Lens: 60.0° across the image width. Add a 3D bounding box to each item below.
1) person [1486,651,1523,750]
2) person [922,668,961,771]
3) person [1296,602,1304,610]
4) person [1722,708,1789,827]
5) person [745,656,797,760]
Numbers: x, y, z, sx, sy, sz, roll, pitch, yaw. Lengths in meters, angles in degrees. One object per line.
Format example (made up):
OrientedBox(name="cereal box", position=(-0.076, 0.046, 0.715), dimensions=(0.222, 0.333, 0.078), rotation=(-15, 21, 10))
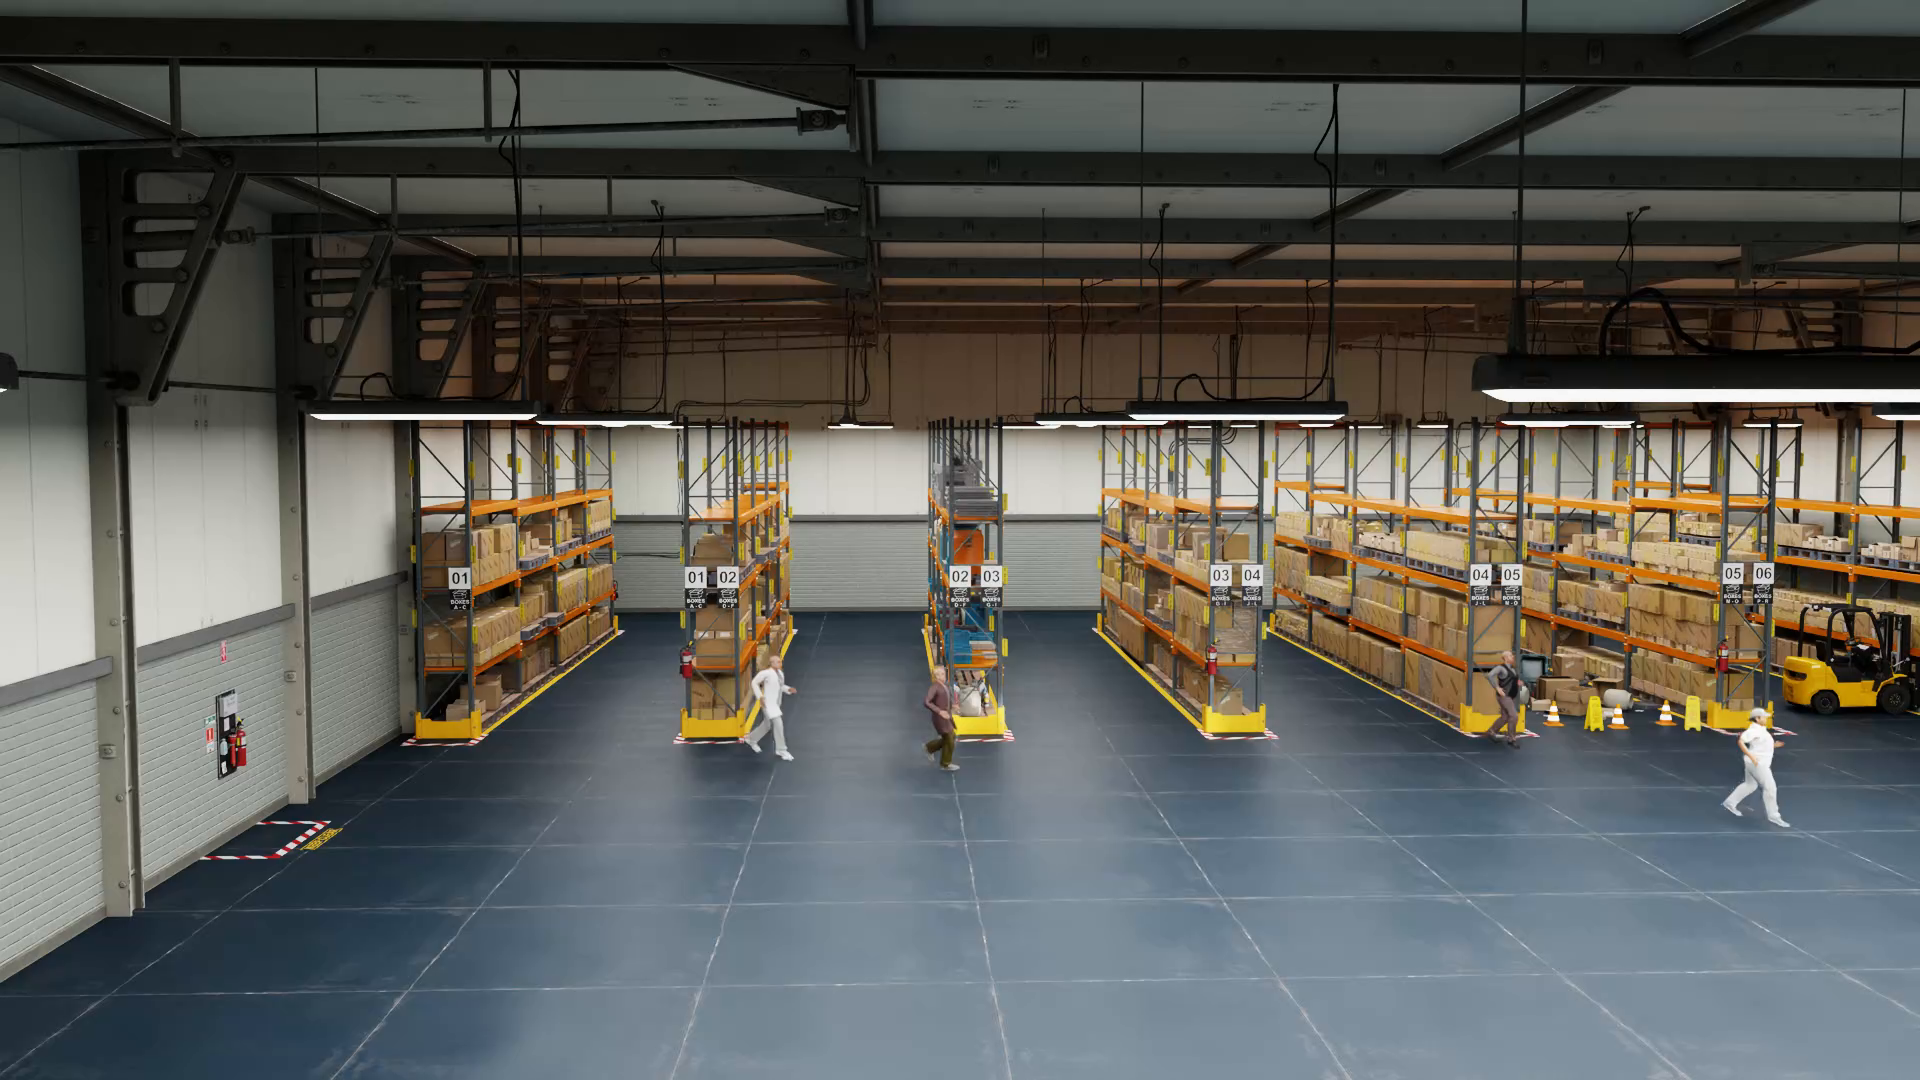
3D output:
OrientedBox(name="person", position=(9.938, 2.898, 30.254), dimensions=(0.725, 1.771, 0.656), rotation=(3, 5, 39))
OrientedBox(name="person", position=(-0.346, 3.020, 28.121), dimensions=(0.753, 1.730, 0.713), rotation=(2, 4, 24))
OrientedBox(name="person", position=(10.163, 1.674, 48.970), dimensions=(0.578, 1.725, 0.750), rotation=(1, 4, 21))
OrientedBox(name="person", position=(11.633, 3.291, 24.281), dimensions=(0.895, 1.689, 0.594), rotation=(2, 4, 26))
OrientedBox(name="person", position=(-3.354, 2.928, 29.264), dimensions=(1.037, 1.808, 0.652), rotation=(1, 4, 21))
